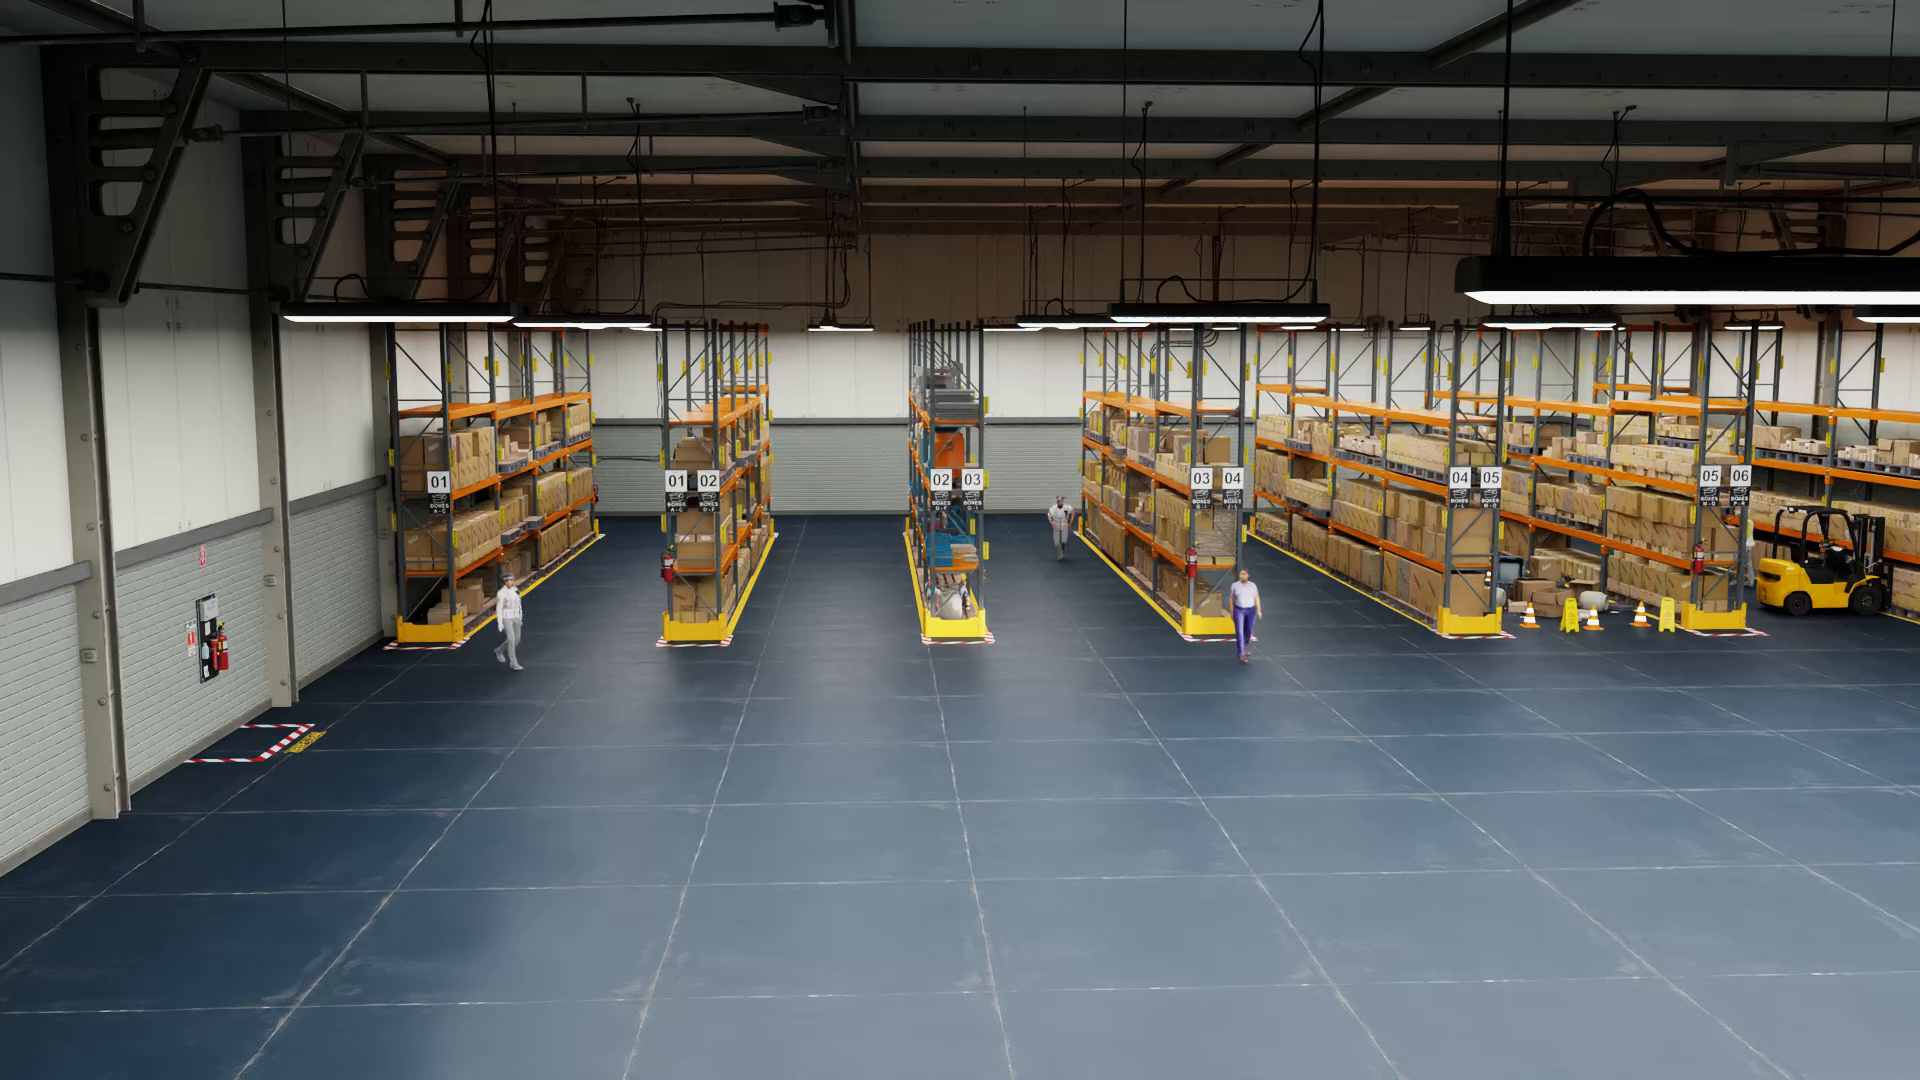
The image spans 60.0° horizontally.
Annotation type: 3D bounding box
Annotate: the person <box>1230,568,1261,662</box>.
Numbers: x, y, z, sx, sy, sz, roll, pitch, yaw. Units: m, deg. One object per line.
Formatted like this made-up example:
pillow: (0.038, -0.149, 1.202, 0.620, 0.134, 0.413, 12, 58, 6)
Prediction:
person: (5.034, 1.301, 29.321, 0.506, 1.584, 0.924, -1, 7, -4)

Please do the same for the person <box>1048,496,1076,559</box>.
person: (2.581, -0.319, 42.266, 0.700, 1.673, 0.720, 1, 7, 6)

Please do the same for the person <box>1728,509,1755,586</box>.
person: (17.911, 0.183, 37.889, 0.526, 1.815, 0.556, -2, 7, -16)

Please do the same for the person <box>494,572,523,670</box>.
person: (-7.757, 1.362, 28.610, 0.771, 1.655, 0.535, 4, 8, 31)
